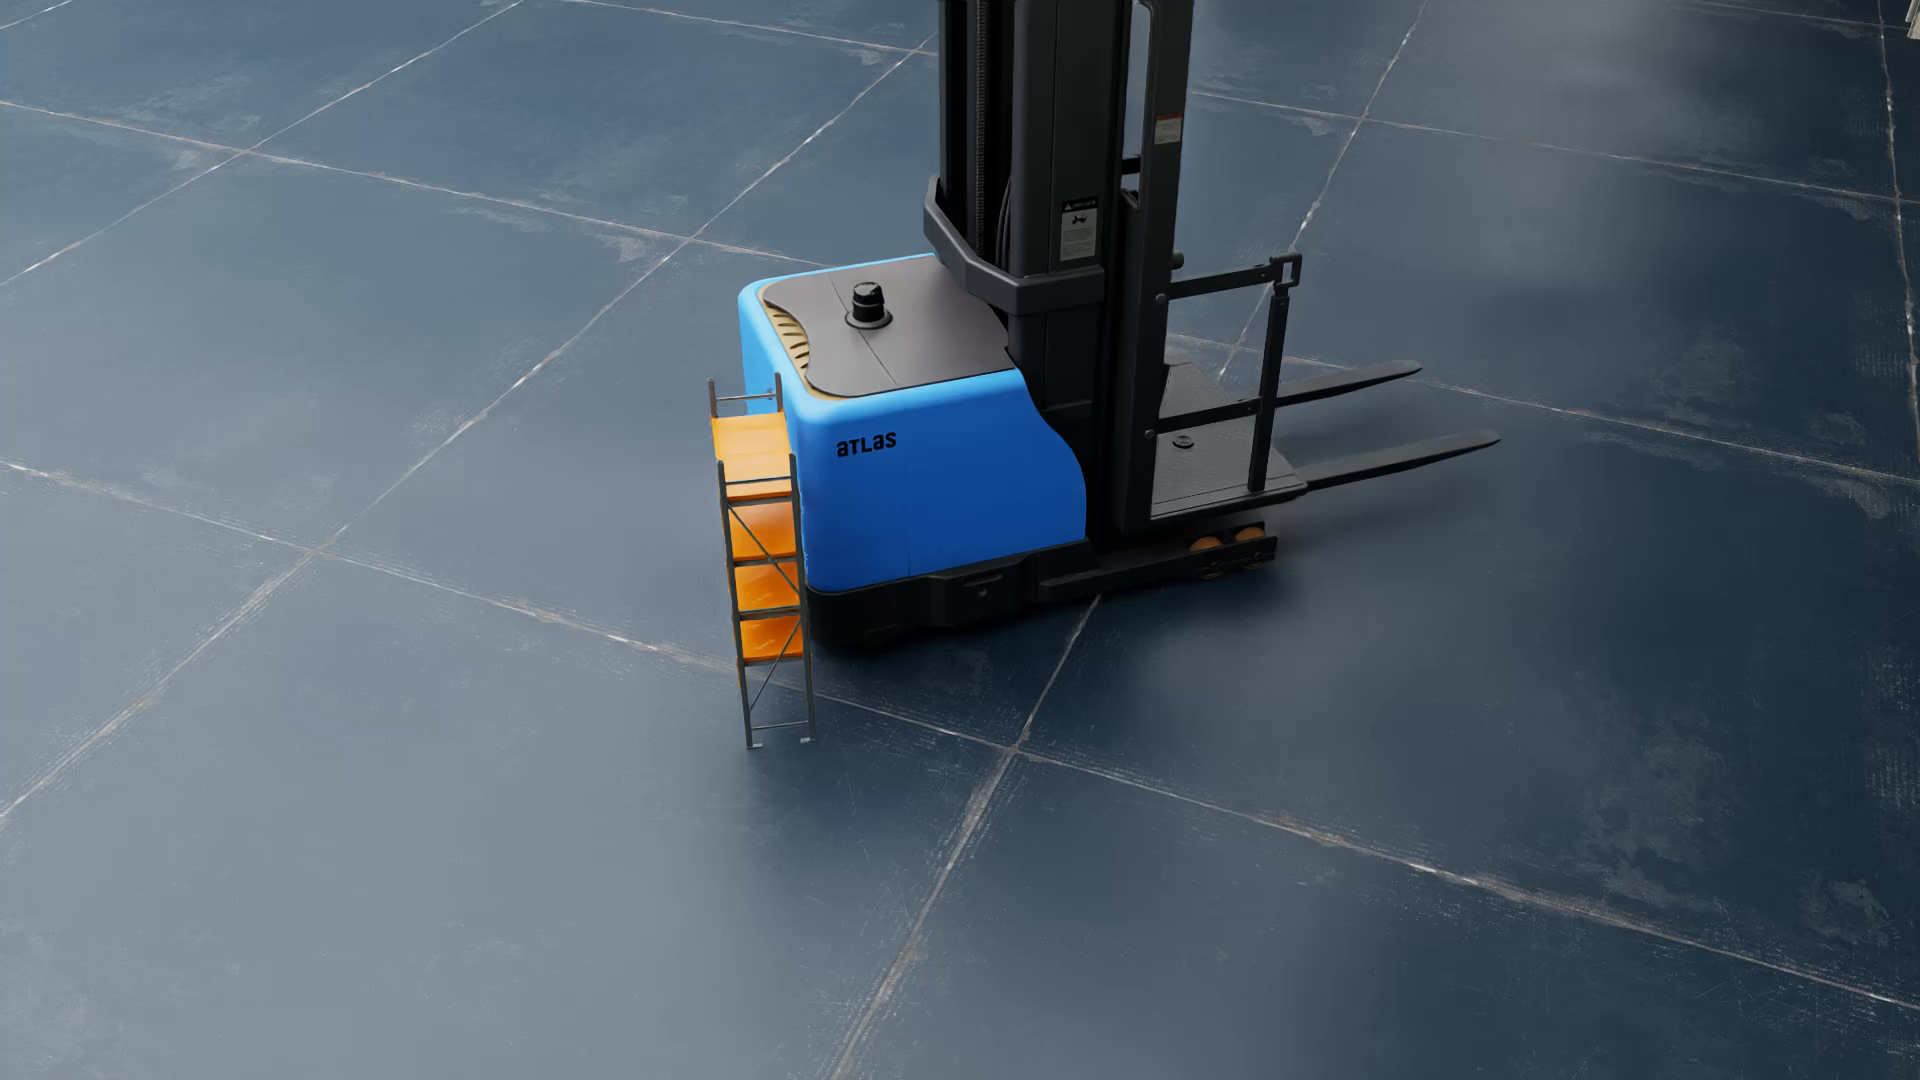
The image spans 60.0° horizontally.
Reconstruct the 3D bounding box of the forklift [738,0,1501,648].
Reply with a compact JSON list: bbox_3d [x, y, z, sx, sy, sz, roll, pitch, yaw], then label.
[{"bbox_3d":[0.726,-1.306,6.049,3.031,2.935,1.130,-12,38,-15],"label":"forklift"}]

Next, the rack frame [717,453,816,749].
[{"bbox_3d":[-0.623,0.230,5.440,0.240,1.200,0.015,-6,37,-8],"label":"rack frame"}]

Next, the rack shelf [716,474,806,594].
[{"bbox_3d":[-0.666,-0.039,5.539,0.258,0.148,0.480,-6,37,-8],"label":"rack shelf"}]

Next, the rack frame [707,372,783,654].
[{"bbox_3d":[-0.709,-0.058,5.825,0.240,1.200,0.015,-6,37,-8],"label":"rack frame"}]

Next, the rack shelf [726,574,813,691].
[{"bbox_3d":[-0.666,0.299,5.792,0.258,0.148,0.480,-6,37,-8],"label":"rack shelf"}]

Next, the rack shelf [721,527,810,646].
[{"bbox_3d":[-0.666,0.140,5.673,0.258,0.148,0.480,-6,37,-8],"label":"rack shelf"}]

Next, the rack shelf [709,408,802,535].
[{"bbox_3d":[-0.666,-0.229,5.398,0.258,0.148,0.480,-6,37,-8],"label":"rack shelf"}]

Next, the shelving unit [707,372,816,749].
[{"bbox_3d":[-0.666,0.086,5.633,0.258,1.200,0.503,-6,37,-8],"label":"shelving unit"}]
